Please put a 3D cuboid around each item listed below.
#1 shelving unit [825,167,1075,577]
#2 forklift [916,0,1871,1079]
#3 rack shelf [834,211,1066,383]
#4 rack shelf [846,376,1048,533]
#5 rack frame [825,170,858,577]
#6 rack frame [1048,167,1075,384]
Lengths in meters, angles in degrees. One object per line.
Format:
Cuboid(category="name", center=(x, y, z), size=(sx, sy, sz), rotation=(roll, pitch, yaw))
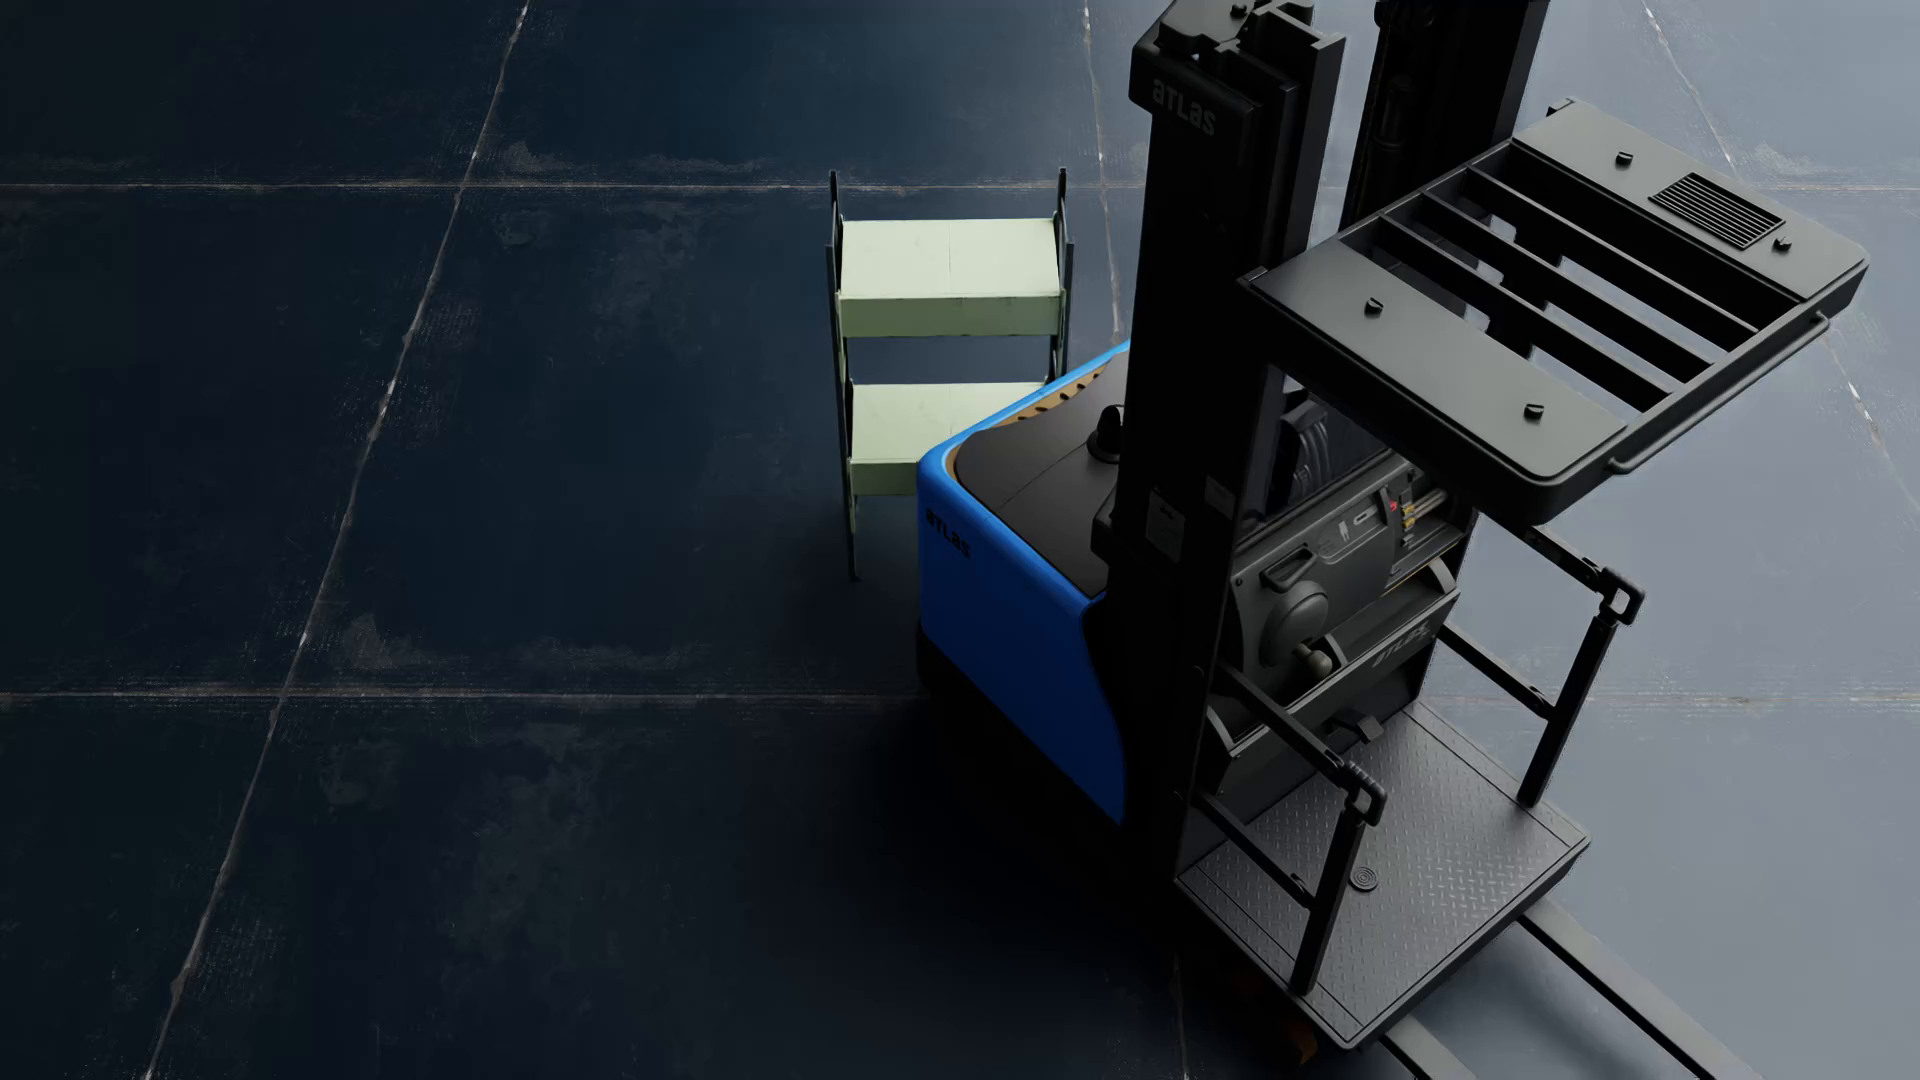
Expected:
Cuboid(category="shelving unit", center=(-0.034, -0.528, 5.717), size=(0.755, 1.500, 0.431), rotation=(-1, 47, -1))
Cuboid(category="forklift", center=(1.165, 0.105, 4.150), size=(1.130, 2.935, 3.031), rotation=(-30, 54, -25))
Cuboid(category="rack shelf", center=(-0.034, -0.794, 5.431), size=(0.720, 0.370, 0.431), rotation=(-1, 47, -1))
Cuboid(category="rack shelf", center=(-0.034, -0.306, 5.955), size=(0.720, 0.370, 0.431), rotation=(-1, 47, -1))
Cuboid(category="rack frame", center=(-0.400, -0.522, 5.711), size=(0.023, 1.500, 0.400), rotation=(-1, 47, -1))
Cuboid(category="rack frame", center=(0.332, -0.534, 5.723), size=(0.023, 1.500, 0.400), rotation=(-1, 47, -1))
